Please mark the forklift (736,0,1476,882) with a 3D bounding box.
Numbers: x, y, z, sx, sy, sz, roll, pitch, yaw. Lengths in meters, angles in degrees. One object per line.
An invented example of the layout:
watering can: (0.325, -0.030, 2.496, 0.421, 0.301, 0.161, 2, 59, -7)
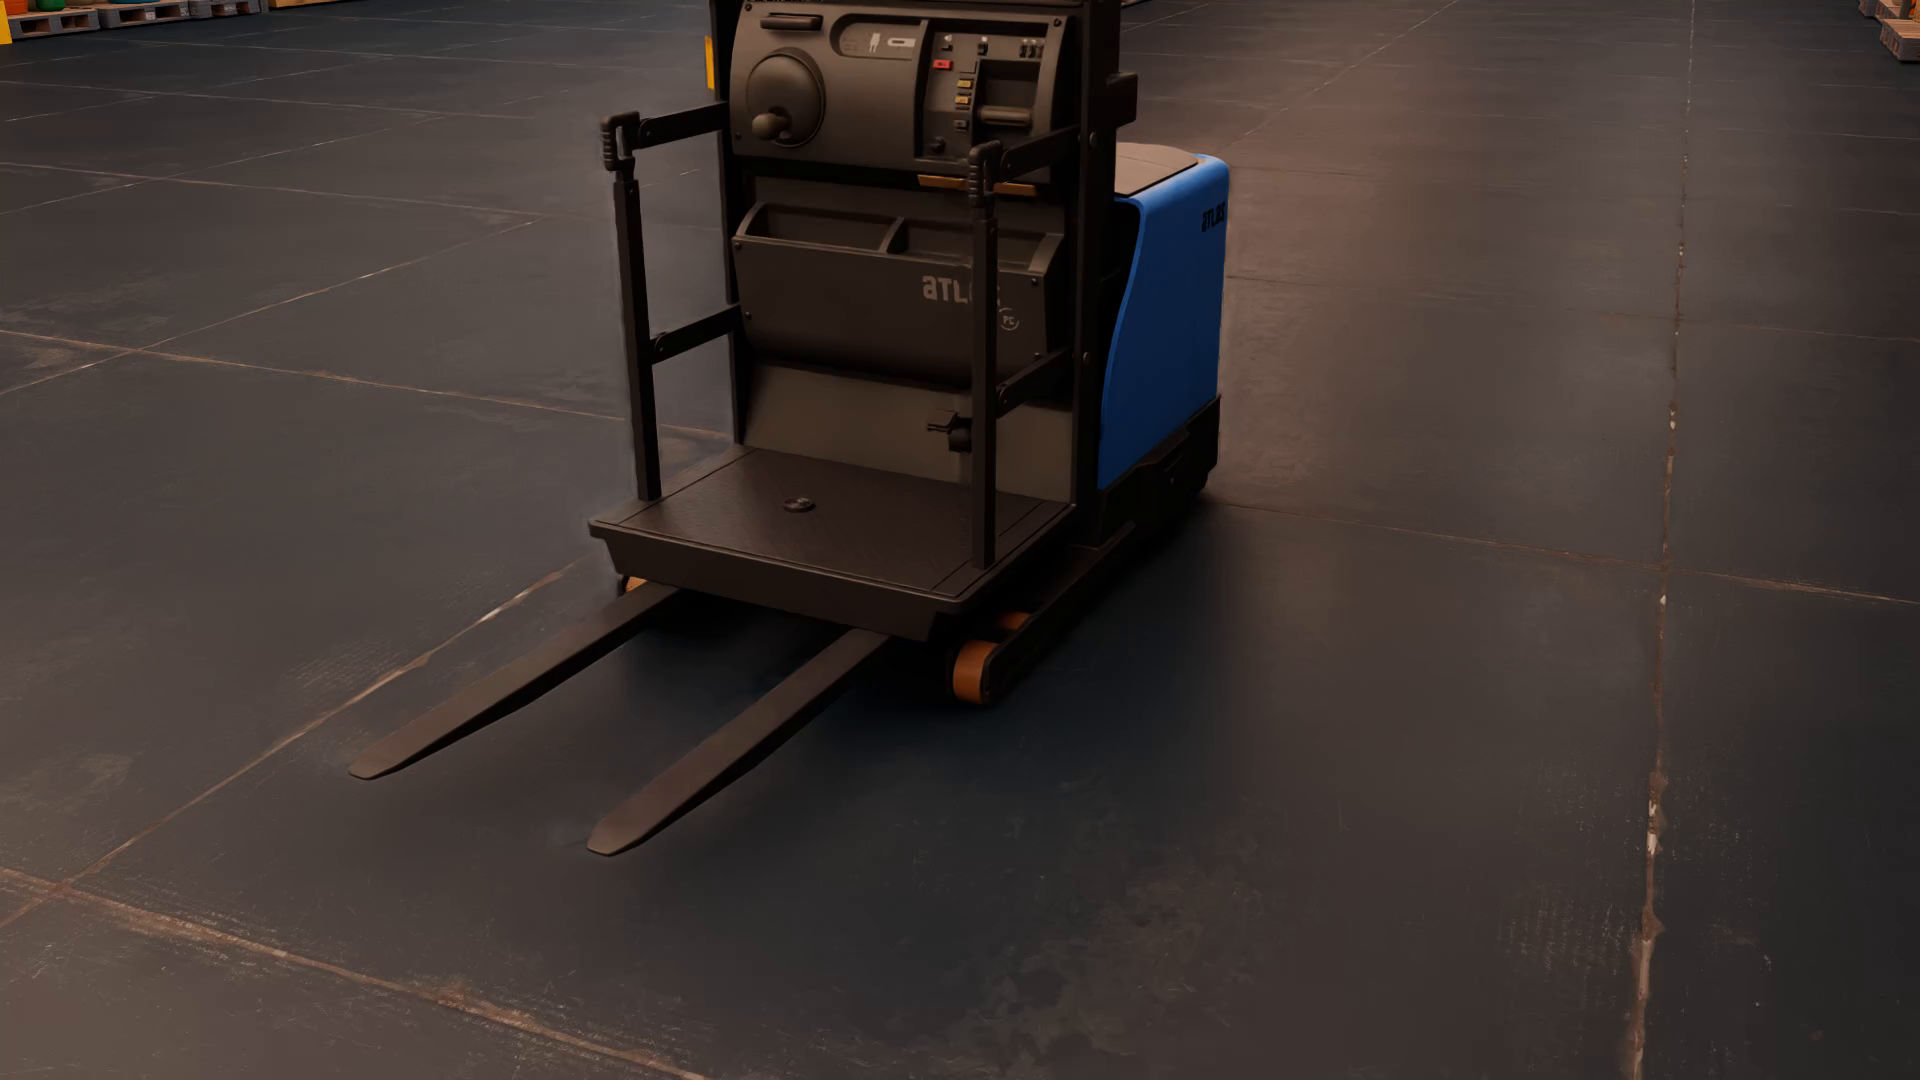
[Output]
forklift: (0.215, -1.122, 3.976, 1.130, 2.935, 3.031, -7, 24, -17)
